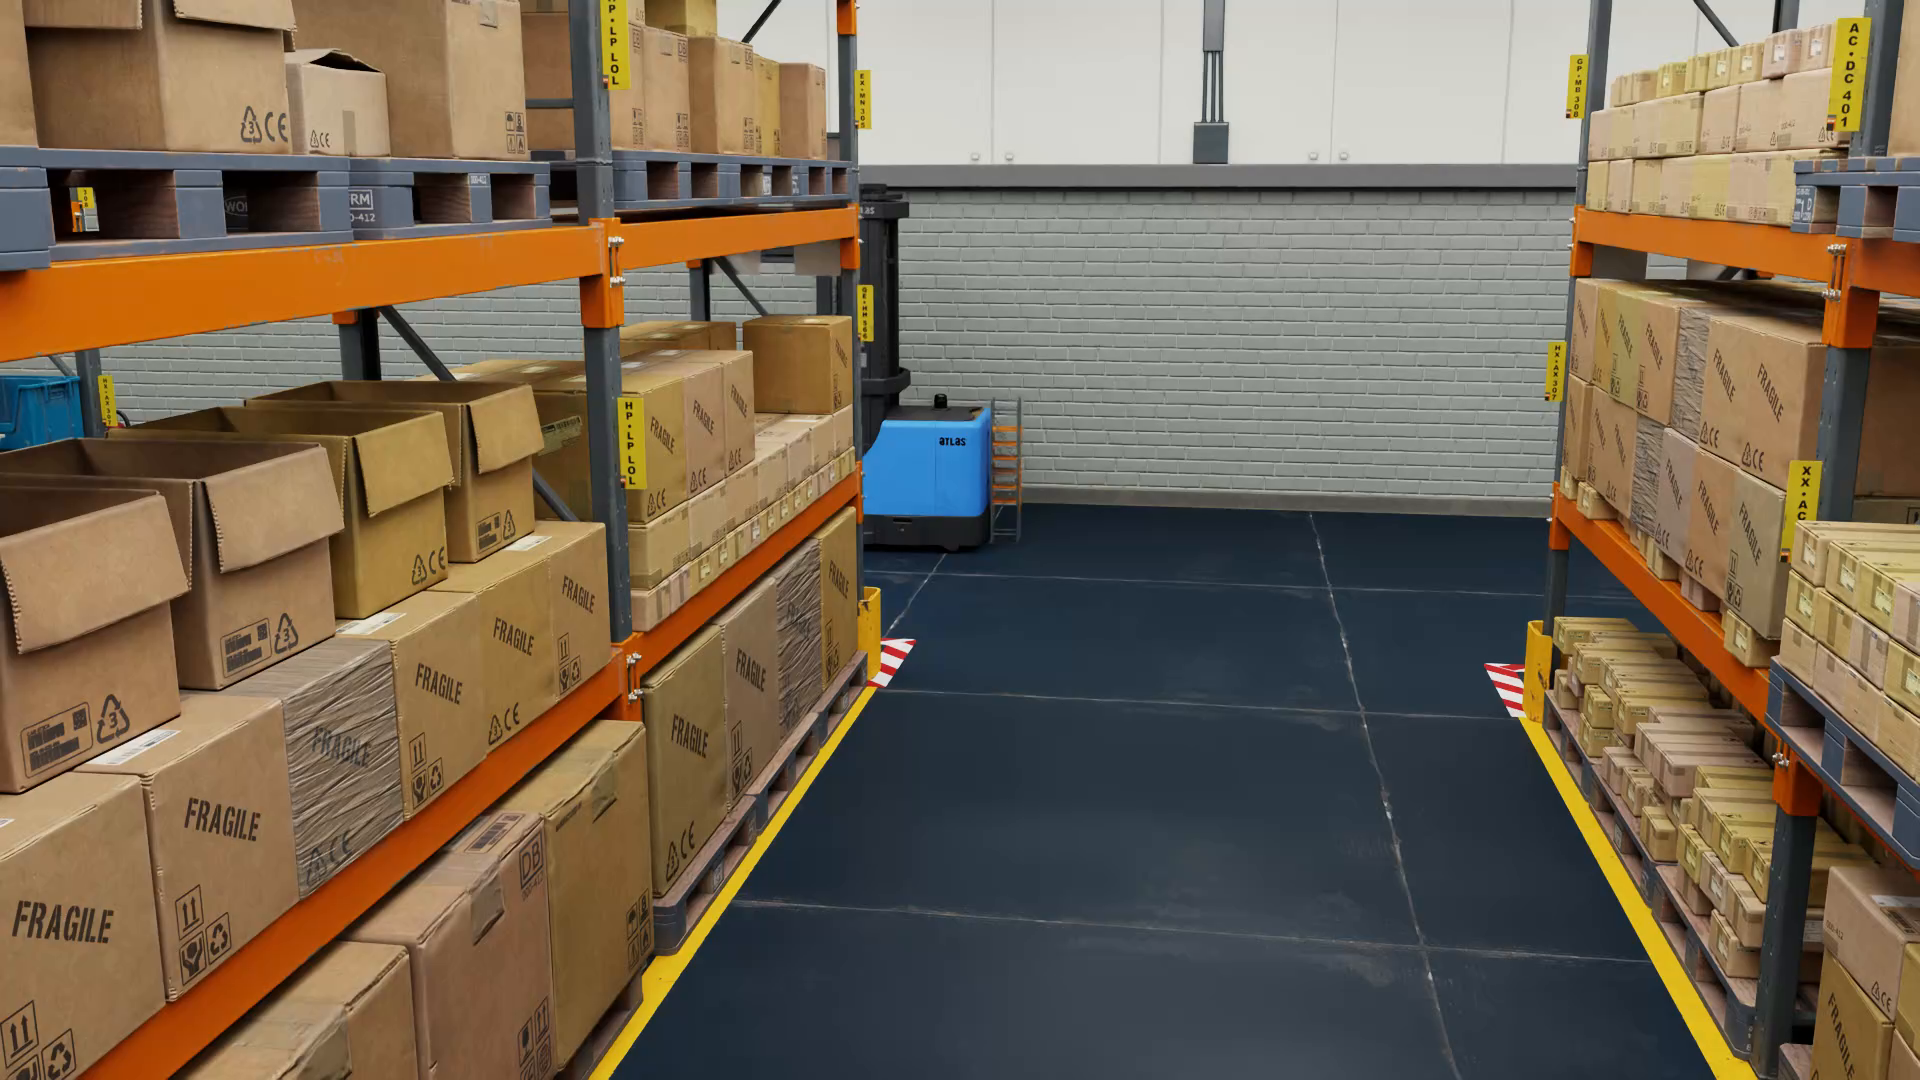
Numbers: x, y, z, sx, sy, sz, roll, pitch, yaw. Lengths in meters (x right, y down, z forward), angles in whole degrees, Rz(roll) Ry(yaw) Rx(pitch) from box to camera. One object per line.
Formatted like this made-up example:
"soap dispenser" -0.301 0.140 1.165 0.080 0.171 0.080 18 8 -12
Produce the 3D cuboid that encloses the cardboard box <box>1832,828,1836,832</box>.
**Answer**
"cardboard box" 3.550 1.166 6.525 0.380 0.149 0.250 1 12 6

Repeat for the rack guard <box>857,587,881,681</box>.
"rack guard" -1.085 0.555 10.233 1.175 0.500 0.348 2 12 9

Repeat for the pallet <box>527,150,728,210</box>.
"pallet" -1.568 -1.422 6.565 1.003 0.211 1.213 2 12 9

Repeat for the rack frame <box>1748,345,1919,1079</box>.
"rack frame" 3.182 0.352 5.239 1.000 3.000 0.127 2 12 9

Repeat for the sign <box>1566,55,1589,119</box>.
"sign" 3.261 -2.392 8.776 0.100 0.325 0.005 2 12 9

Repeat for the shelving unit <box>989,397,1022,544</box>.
"shelving unit" 0.381 -0.574 13.808 0.258 1.200 0.189 1 12 6

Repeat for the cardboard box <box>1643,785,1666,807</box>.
"cardboard box" 3.171 1.180 7.167 0.380 0.149 0.250 2 12 10

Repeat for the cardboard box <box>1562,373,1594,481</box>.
"cardboard box" 3.455 -0.590 8.669 0.500 0.500 0.500 2 12 11

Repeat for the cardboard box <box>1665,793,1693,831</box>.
"cardboard box" 3.125 1.103 6.817 0.380 0.149 0.250 2 12 10

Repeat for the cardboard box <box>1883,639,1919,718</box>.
"cardboard box" 2.550 0.353 4.127 0.380 0.149 0.250 1 12 6

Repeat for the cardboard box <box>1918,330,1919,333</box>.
"cardboard box" 3.492 -0.417 5.491 0.500 0.500 0.500 2 12 10

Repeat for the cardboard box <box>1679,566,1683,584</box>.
"cardboard box" 3.195 0.135 6.841 0.380 0.149 0.250 2 12 8

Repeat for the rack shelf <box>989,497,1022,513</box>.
"rack shelf" 0.381 -0.296 13.868 0.258 0.103 0.180 1 12 6

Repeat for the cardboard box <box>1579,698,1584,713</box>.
"cardboard box" 3.441 0.864 8.636 0.380 0.149 0.250 2 12 8

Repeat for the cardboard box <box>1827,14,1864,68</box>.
"cardboard box" 2.959 -1.554 5.188 0.380 0.149 0.250 1 12 6

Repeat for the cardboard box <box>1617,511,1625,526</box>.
"cardboard box" 3.426 -0.134 8.091 0.380 0.149 0.250 2 12 11

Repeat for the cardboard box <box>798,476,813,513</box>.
"cardboard box" -0.974 -0.242 8.592 0.380 0.149 0.250 2 12 7

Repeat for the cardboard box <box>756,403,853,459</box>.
"cardboard box" -0.901 -0.625 9.423 0.500 0.250 0.500 2 12 8

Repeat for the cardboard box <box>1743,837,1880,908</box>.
"cardboard box" 2.979 1.167 5.815 0.380 0.149 0.250 2 12 10

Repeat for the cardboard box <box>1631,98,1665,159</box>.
"cardboard box" 3.304 -1.821 7.375 0.500 0.250 0.500 2 12 9

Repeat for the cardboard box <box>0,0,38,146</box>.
"cardboard box" -2.250 -1.029 3.295 0.500 0.500 0.500 3 12 12

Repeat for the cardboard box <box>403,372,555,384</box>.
"cardboard box" -1.897 -0.373 6.472 0.500 0.500 0.500 2 12 10

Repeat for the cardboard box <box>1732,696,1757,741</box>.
"cardboard box" 3.717 0.805 7.497 0.380 0.149 0.250 1 12 7

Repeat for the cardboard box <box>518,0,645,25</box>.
"cardboard box" -1.553 -2.161 6.530 0.500 0.250 0.500 1 12 5

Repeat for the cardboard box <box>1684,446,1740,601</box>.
"cardboard box" 3.058 -0.060 6.208 0.500 0.500 0.500 2 12 7

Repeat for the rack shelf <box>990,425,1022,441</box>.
"rack shelf" 0.381 -0.882 13.742 0.258 0.103 0.180 1 12 6

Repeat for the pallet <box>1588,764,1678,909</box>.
"pallet" 3.435 1.320 7.369 1.003 0.211 1.213 2 12 9

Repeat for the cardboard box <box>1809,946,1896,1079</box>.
"cardboard box" 2.806 1.514 4.784 0.500 0.500 0.500 2 12 11

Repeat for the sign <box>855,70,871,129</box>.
"sign" -0.554 -2.502 9.450 0.100 0.325 0.005 2 12 9

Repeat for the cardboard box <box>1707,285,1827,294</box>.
"cardboard box" 3.894 -0.955 7.987 0.500 0.500 0.500 1 12 7

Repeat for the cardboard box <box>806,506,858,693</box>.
"cardboard box" -1.108 0.307 9.496 0.875 0.875 0.875 2 12 9

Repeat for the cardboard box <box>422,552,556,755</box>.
"cardboard box" -1.589 0.331 5.102 0.500 0.500 0.500 2 12 10

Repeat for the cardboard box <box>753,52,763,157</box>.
"cardboard box" -1.353 -2.099 8.022 0.700 0.500 0.500 1 12 5

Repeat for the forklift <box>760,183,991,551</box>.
"forklift" -1.267 -1.460 13.812 3.031 2.935 1.130 2 12 7

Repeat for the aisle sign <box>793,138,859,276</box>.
"aisle sign" -0.781 -1.938 9.697 0.394 0.787 0.004 2 12 9

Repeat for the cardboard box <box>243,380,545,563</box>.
"cardboard box" -1.794 -0.236 5.348 0.797 0.503 0.637 2 12 7

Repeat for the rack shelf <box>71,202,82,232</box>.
"rack shelf" -6.290 -1.521 8.519 1.077 0.370 4.000 2 12 9

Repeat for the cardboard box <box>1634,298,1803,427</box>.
"cardboard box" 3.217 -0.760 7.082 0.500 0.500 0.500 1 12 7

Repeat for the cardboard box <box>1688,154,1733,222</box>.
"cardboard box" 3.156 -1.361 6.425 0.500 0.250 0.500 2 12 8

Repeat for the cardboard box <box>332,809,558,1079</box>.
"cardboard box" -1.919 1.324 4.778 1.225 0.875 0.875 1 12 7

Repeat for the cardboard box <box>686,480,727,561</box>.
"cardboard box" -1.291 -0.094 6.961 0.500 0.250 0.500 2 12 8

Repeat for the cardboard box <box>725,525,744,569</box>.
"cardboard box" -1.171 0.025 7.354 0.380 0.149 0.250 2 12 8

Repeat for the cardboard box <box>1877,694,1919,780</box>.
"cardboard box" 2.548 0.499 4.158 0.380 0.149 0.250 2 12 9

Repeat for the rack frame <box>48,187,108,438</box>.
"rack frame" -5.983 -0.823 10.691 1.000 3.000 0.127 2 12 9

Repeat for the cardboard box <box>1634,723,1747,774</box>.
"cardboard box" 3.107 0.893 7.086 0.380 0.149 0.250 1 12 7

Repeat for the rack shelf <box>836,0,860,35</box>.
"rack shelf" -1.396 -2.631 7.500 1.077 0.370 4.000 2 12 9

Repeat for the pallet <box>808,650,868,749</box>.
"pallet" -1.134 0.870 9.456 1.003 0.211 1.213 2 12 9

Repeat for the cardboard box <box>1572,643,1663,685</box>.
"cardboard box" 3.292 0.625 8.333 0.380 0.149 0.250 2 12 8

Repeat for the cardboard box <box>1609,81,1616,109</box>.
"cardboard box" 3.522 -2.253 8.429 0.380 0.149 0.250 2 12 8

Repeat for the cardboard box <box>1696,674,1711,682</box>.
"cardboard box" 3.904 0.734 8.531 0.380 0.149 0.250 2 12 7

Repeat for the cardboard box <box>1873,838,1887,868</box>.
"cardboard box" 3.540 1.129 5.991 0.380 0.149 0.250 3 12 11

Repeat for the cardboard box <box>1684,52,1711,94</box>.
"cardboard box" 3.152 -1.878 6.689 0.380 0.149 0.250 2 12 8
